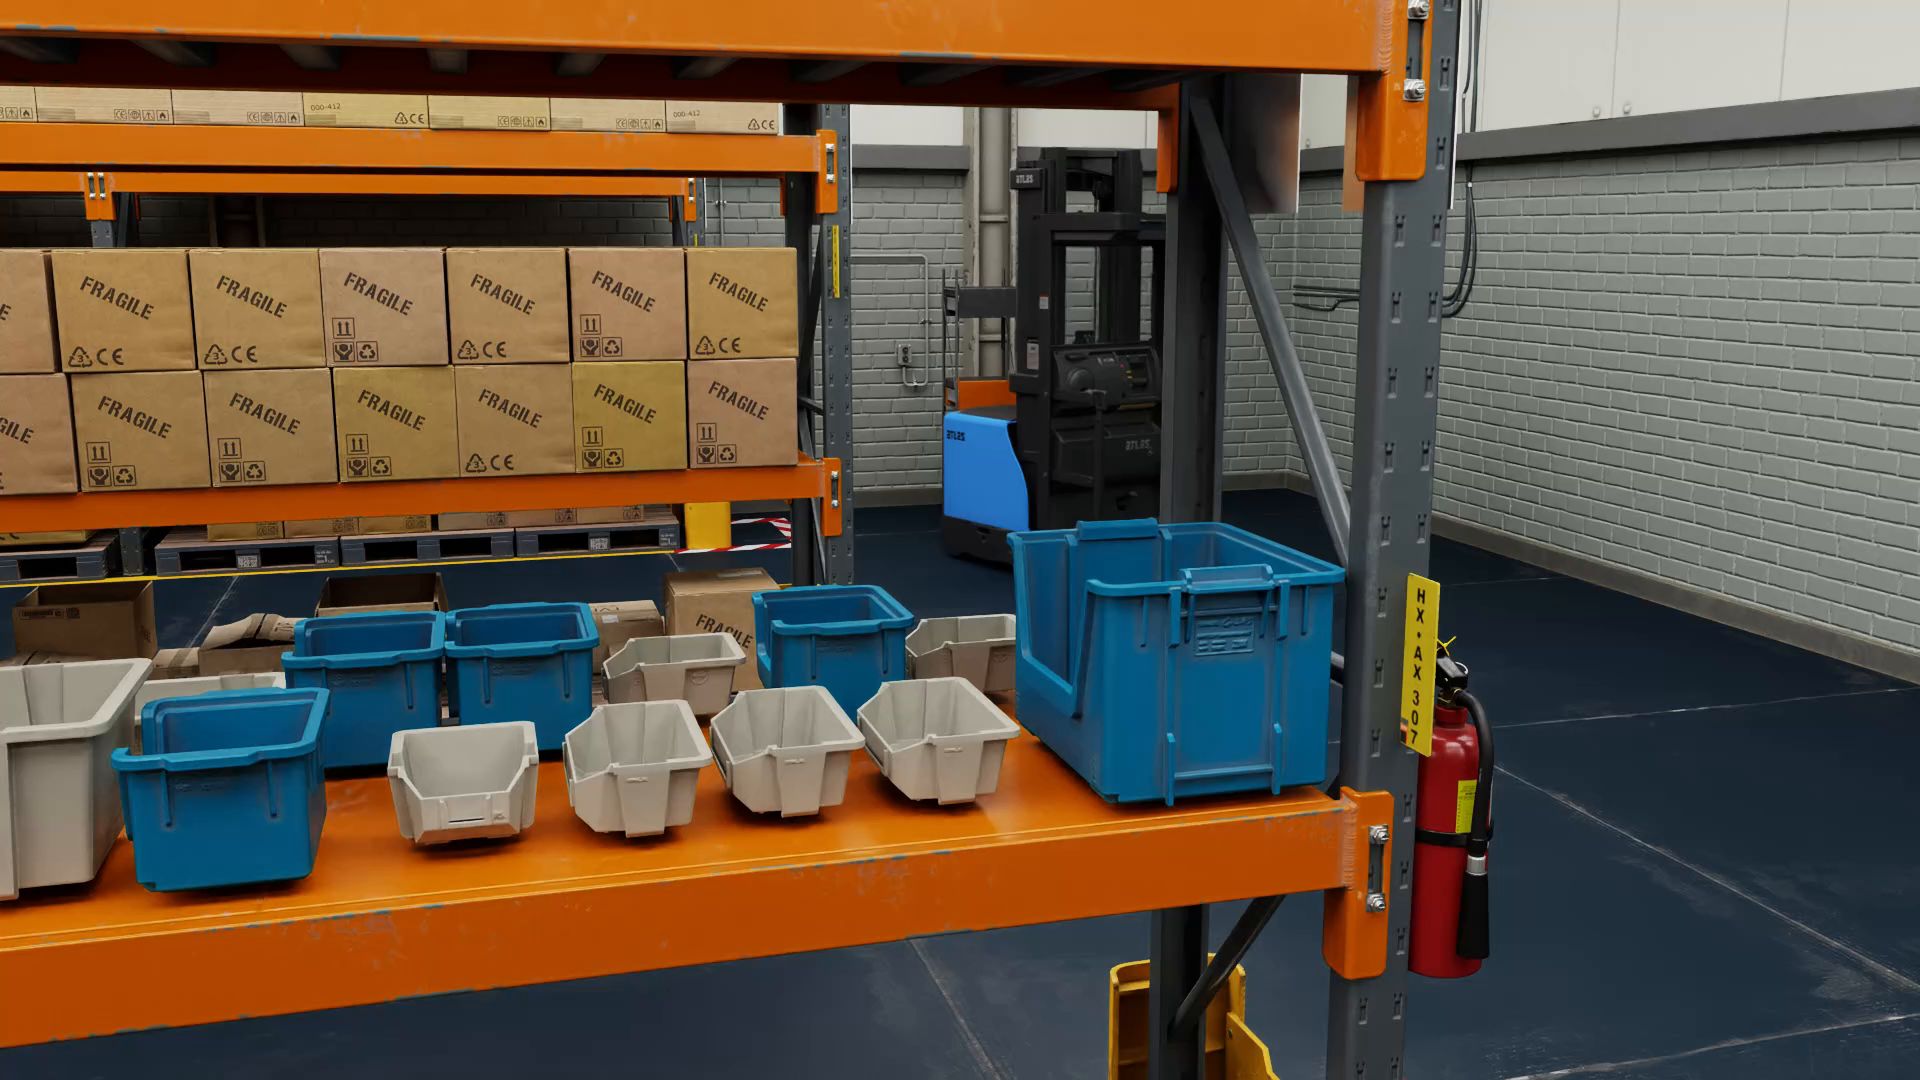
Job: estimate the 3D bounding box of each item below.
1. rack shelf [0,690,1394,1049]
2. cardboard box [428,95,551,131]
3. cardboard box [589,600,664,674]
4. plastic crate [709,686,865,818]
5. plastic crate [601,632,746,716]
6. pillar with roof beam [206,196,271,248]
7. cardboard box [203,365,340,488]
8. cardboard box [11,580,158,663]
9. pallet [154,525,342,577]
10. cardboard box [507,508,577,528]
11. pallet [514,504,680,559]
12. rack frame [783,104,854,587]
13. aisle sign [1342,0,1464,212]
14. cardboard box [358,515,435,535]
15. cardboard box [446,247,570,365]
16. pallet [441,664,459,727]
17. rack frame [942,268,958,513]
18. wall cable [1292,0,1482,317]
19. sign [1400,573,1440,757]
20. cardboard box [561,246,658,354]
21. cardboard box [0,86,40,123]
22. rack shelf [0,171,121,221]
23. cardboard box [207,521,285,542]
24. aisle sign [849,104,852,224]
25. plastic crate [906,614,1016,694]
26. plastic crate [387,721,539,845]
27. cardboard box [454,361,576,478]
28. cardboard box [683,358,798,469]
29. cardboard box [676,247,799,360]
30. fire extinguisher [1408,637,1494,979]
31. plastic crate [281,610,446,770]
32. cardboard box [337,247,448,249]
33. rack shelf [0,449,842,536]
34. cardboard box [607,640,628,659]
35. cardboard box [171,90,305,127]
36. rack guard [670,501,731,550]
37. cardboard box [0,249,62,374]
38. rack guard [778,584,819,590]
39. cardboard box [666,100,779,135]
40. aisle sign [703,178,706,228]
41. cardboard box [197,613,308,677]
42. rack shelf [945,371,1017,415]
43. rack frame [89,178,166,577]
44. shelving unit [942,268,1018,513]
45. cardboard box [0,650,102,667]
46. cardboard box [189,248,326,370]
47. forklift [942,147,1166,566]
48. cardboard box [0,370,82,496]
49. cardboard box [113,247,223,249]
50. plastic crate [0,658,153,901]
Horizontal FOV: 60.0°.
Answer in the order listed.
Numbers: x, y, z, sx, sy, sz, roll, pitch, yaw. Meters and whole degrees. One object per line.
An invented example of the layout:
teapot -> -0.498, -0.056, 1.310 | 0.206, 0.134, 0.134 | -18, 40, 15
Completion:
rack shelf -> -1.243, 0.670, 3.109 | 4.000, 0.370, 1.077 | -3, 11, -16
cardboard box -> -2.083, -1.925, 7.347 | 0.500, 0.250, 0.500 | -3, 11, -16
cardboard box -> -1.785, 0.493, 8.462 | 0.500, 0.250, 0.500 | -3, 11, -16
plastic crate -> -0.337, 0.400, 3.151 | 0.243, 0.136, 0.396 | -3, 11, -16
plastic crate -> -0.634, 0.307, 3.659 | 0.298, 0.136, 0.250 | -3, 11, -16
pillar with roof beam -> -4.299, -3.693, 8.250 | 0.400, 9.000, 9.100 | -3, 11, -16
cardboard box -> -3.007, -0.523, 7.326 | 0.500, 0.500, 0.500 | -3, 11, -16
cardboard box -> -4.076, 0.491, 7.784 | 0.500, 0.500, 0.500 | -3, 11, -16
pallet -> -5.180, 0.042, 12.237 | 1.213, 0.211, 1.003 | -3, 11, -16
cardboard box -> -3.216, -0.406, 12.713 | 0.500, 0.500, 0.700 | -3, 11, -16
pallet -> -2.838, -0.082, 12.908 | 1.213, 0.211, 1.003 | -3, 11, -16
rack frame -> -0.704, -0.646, 8.272 | 0.127, 3.000, 1.000 | -3, 11, -16
aisle sign -> 0.828, -1.016, 3.102 | 0.004, 0.787, 0.394 | -3, 11, -16
cardboard box -> -4.209, -0.352, 12.420 | 0.500, 0.500, 0.700 | -3, 11, -15
cardboard box -> -2.035, -1.064, 7.504 | 0.500, 0.500, 0.500 | -3, 11, -14
pallet -> -2.711, 0.831, 7.952 | 1.213, 0.211, 1.003 | -3, 11, -16
rack frame -> -0.075, -1.029, 12.835 | 0.015, 2.100, 0.400 | -3, 11, -16
wall cable -> 3.439, -3.155, 13.904 | 0.112, 2.526, 3.097 | -3, 11, -16
sign -> 0.847, 0.230, 3.064 | 0.005, 0.325, 0.100 | -3, 11, -16
cardboard box -> -1.703, -1.183, 8.149 | 0.500, 0.500, 0.500 | -3, 11, -15
cardboard box -> -4.008, -1.827, 6.815 | 0.500, 0.250, 0.500 | -3, 11, -16
rack shelf -> -7.853, -2.325, 11.093 | 4.000, 0.370, 1.077 | -3, 11, -16
cardboard box -> -5.186, -0.302, 12.146 | 0.500, 0.500, 0.700 | -3, 11, -15
aisle sign -> -0.552, -1.875, 7.766 | 0.004, 0.787, 0.394 | -3, 11, -16
plastic crate -> 0.017, 0.272, 3.845 | 0.298, 0.136, 0.250 | -3, 11, -16
plastic crate -> -0.877, 0.437, 2.953 | 0.250, 0.136, 0.298 | -3, 11, -16
cardboard box -> -2.035, -0.574, 7.605 | 0.500, 0.500, 0.500 | -3, 11, -15
cardboard box -> -1.058, -0.625, 7.883 | 0.500, 0.500, 0.500 | -3, 11, -14
cardboard box -> -1.054, -1.117, 7.791 | 0.500, 0.500, 0.500 | -3, 11, -16
fire extinguisher -> 0.949, 0.508, 3.247 | 0.183, 0.674, 0.296 | -3, 11, -16
plastic crate -> -1.204, 0.305, 3.402 | 0.300, 0.233, 0.416 | -3, 11, -16
cardboard box -> -2.672, -1.132, 7.875 | 0.500, 0.500, 0.500 | -3, 11, -16
rack shelf -> -2.624, -0.191, 7.788 | 4.000, 0.370, 1.077 | -3, 11, -16
cardboard box -> -1.571, 0.606, 8.081 | 0.250, 0.166, 0.380 | -3, 11, -16
cardboard box -> -3.046, -1.877, 7.084 | 0.500, 0.250, 0.500 | -3, 11, -16
rack guard -> -2.069, -0.279, 13.182 | 0.348, 0.500, 1.175 | -3, 11, -16
cardboard box -> -4.013, -0.960, 6.937 | 0.500, 0.500, 0.500 | -3, 11, -14
rack guard -> -0.777, 0.587, 8.478 | 0.348, 0.500, 1.175 | -3, 11, -16
cardboard box -> -1.123, -1.976, 7.624 | 0.500, 0.250, 0.500 | -3, 11, -16
aisle sign -> -1.939, -2.737, 12.450 | 0.004, 0.787, 0.394 | -3, 11, -16
cardboard box -> -3.356, 0.546, 8.007 | 0.500, 0.311, 0.500 | -3, 11, -16
rack shelf -> 0.159, -1.028, 12.904 | 0.480, 0.518, 0.431 | -3, 11, -16
rack frame -> -5.932, -1.305, 11.849 | 0.127, 3.000, 1.000 | -3, 11, -16
shelving unit -> 0.159, -1.041, 12.902 | 0.503, 2.100, 0.431 | -3, 11, -16
cardboard box -> -4.081, 0.678, 7.287 | 0.500, 0.311, 0.500 | -3, 11, -16
cardboard box -> -3.024, -1.012, 7.220 | 0.500, 0.500, 0.500 | -3, 11, -18
forklift -> 1.148, -1.168, 11.296 | 1.130, 2.935, 3.031 | -8, 13, -36
cardboard box -> -3.979, -0.471, 7.046 | 0.500, 0.500, 0.500 | -3, 11, -14
cardboard box -> -3.640, -1.082, 7.600 | 0.500, 0.500, 0.500 | -3, 11, -17
plastic crate -> -1.646, 0.401, 2.745 | 0.530, 0.282, 0.437 | -3, 11, -16
